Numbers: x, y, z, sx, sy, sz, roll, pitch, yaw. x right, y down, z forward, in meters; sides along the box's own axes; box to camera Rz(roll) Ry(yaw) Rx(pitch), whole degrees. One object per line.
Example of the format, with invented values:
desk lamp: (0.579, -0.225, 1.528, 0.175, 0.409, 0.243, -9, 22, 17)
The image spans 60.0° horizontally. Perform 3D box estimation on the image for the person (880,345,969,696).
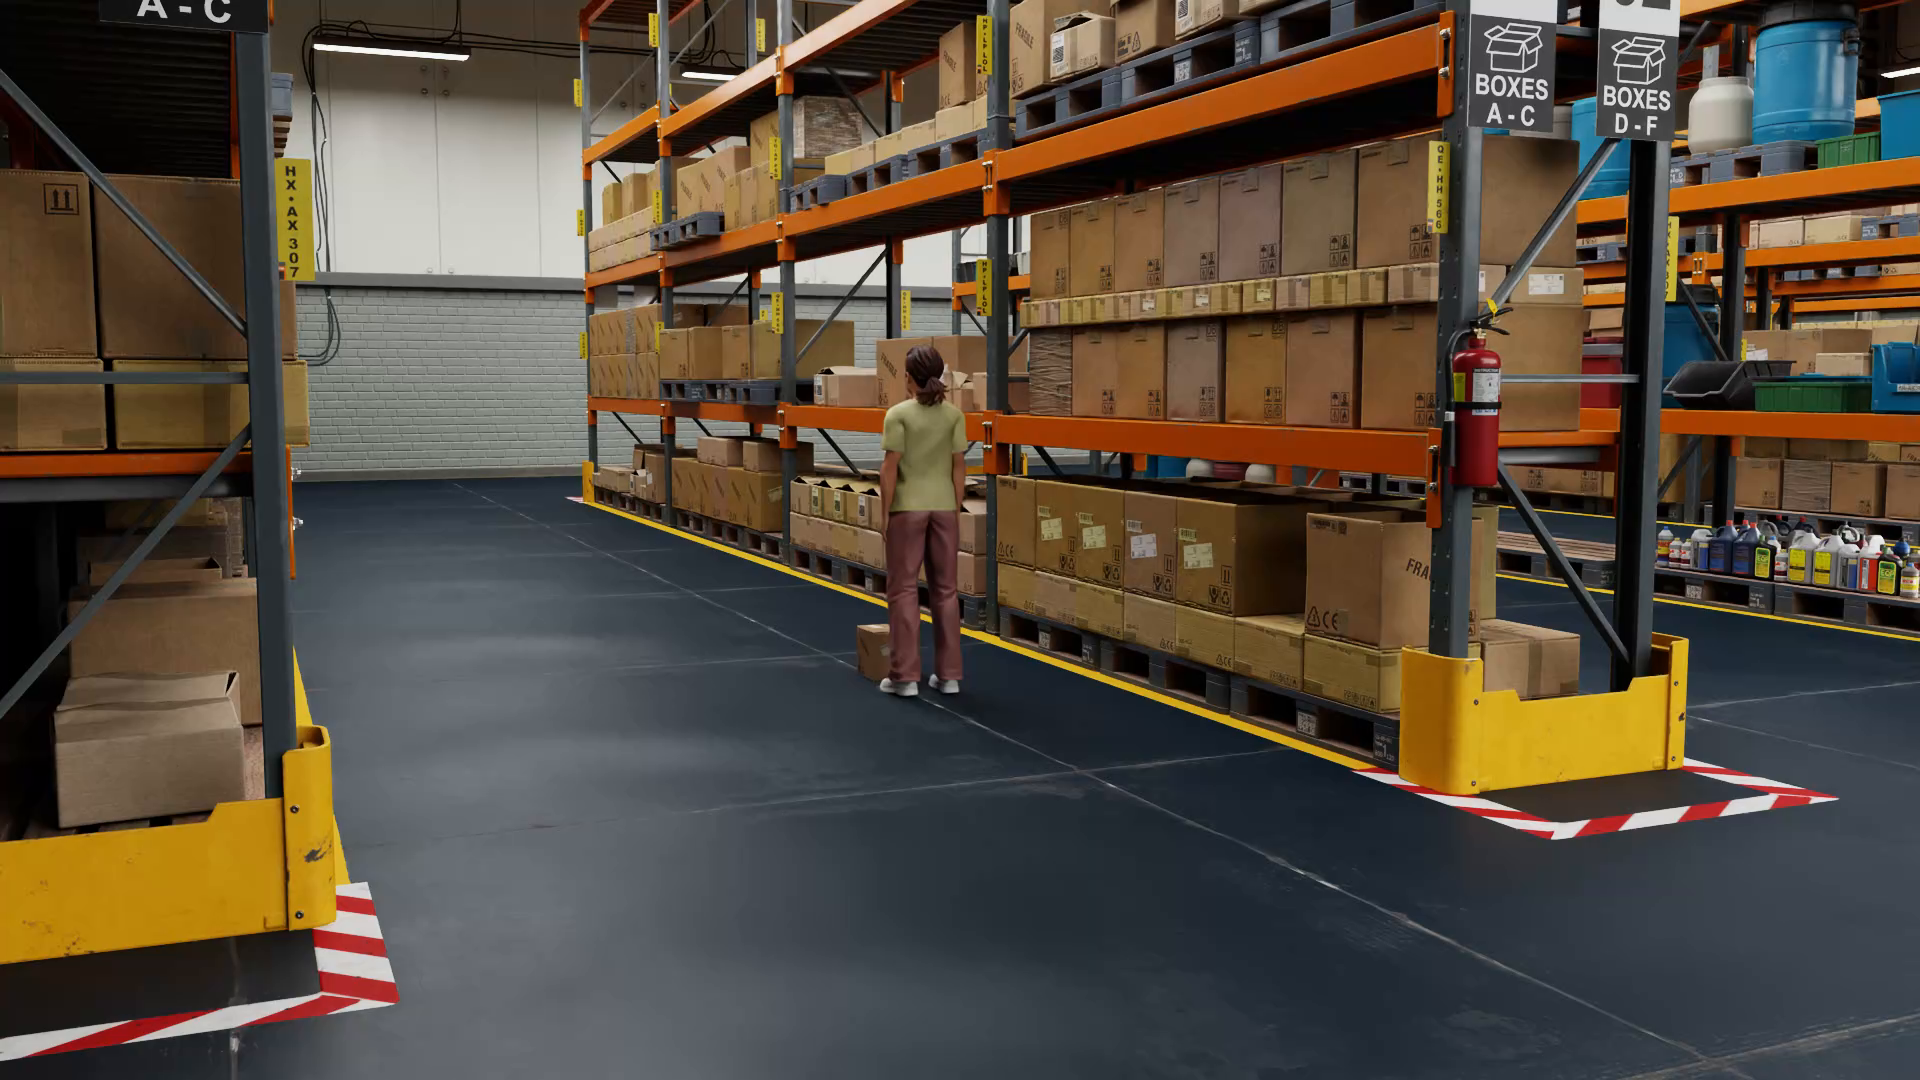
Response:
person: (-0.181, -0.093, 7.962, 0.439, 1.673, 0.359, -2, 6, -22)
